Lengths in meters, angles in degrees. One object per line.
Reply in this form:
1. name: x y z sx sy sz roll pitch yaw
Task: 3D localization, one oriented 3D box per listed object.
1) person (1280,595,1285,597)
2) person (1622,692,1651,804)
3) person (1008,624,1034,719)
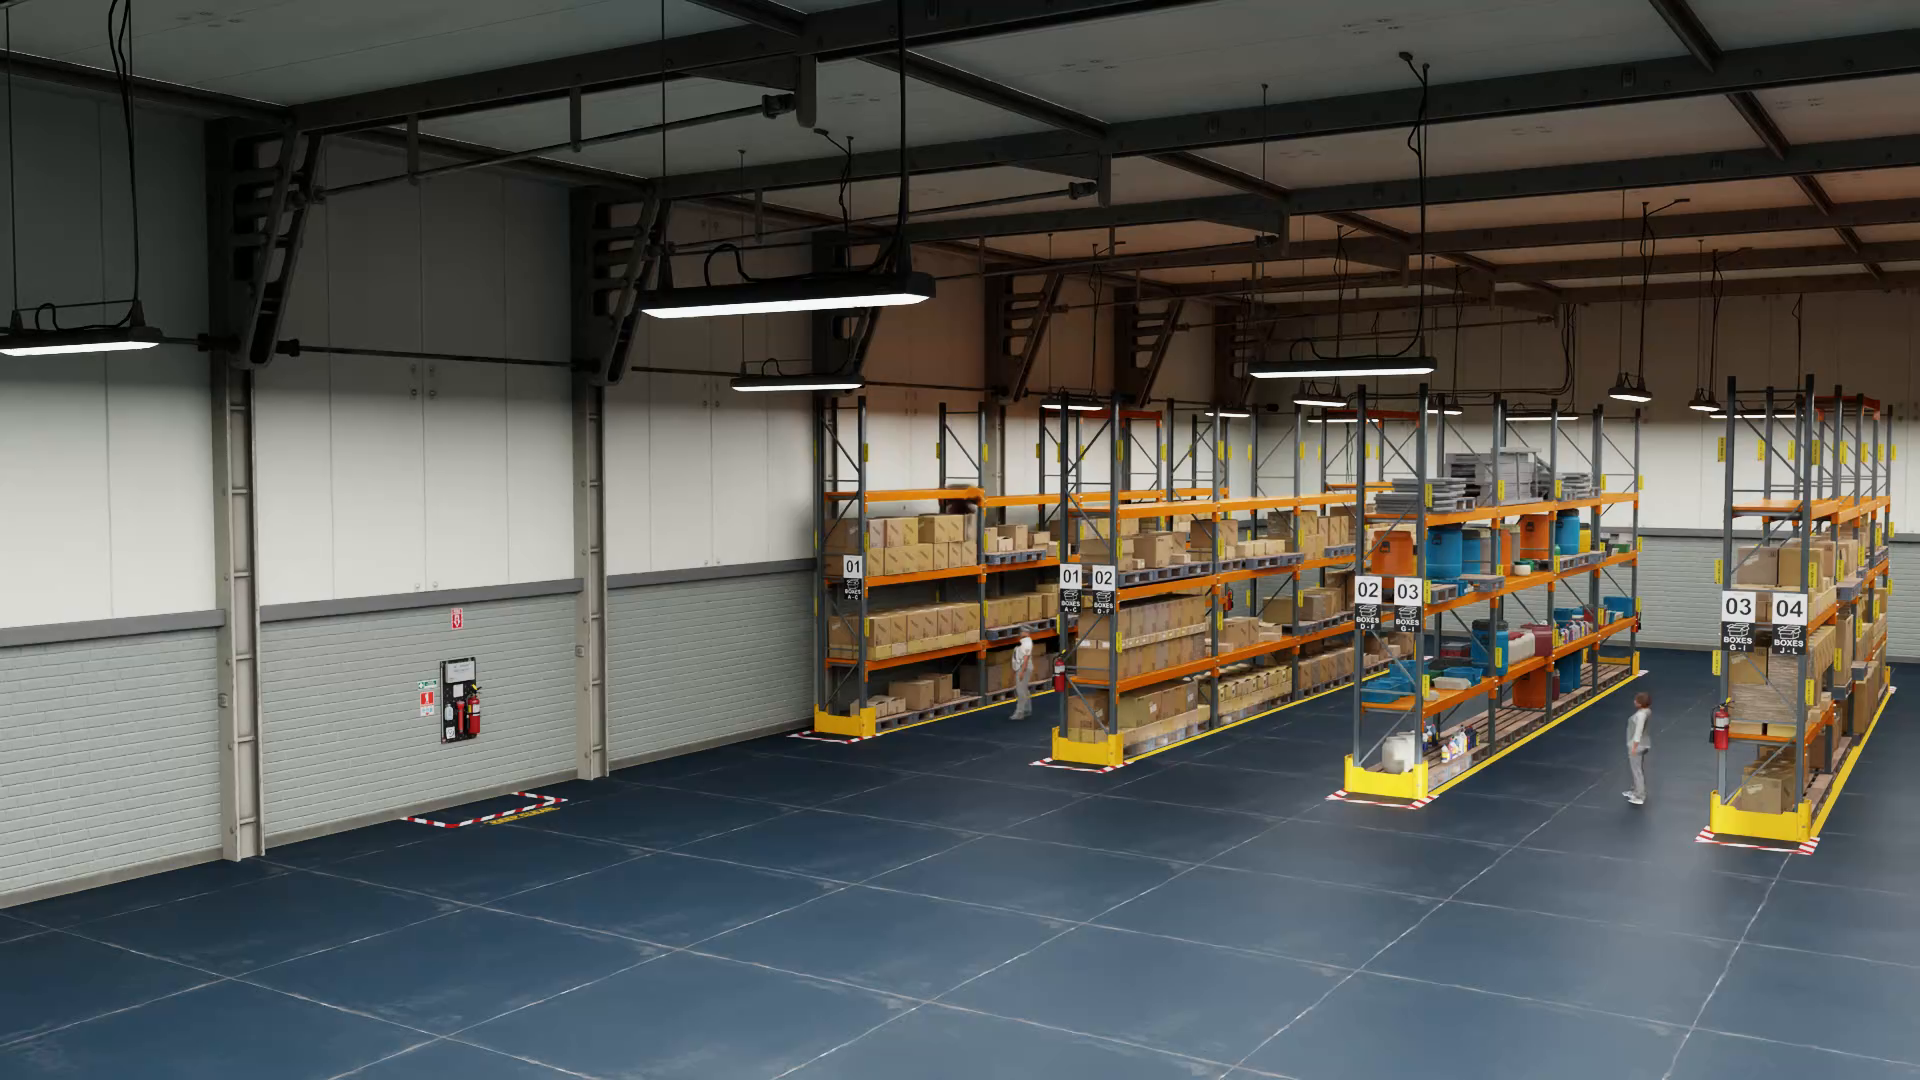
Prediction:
1. person: 7.626 2.130 39.210 0.565 1.673 0.948 2 4 36
2. person: 9.680 2.959 23.873 0.448 1.592 0.512 -3 4 -40
3. person: 1.138 2.480 31.432 0.525 1.798 0.564 0 3 -9
